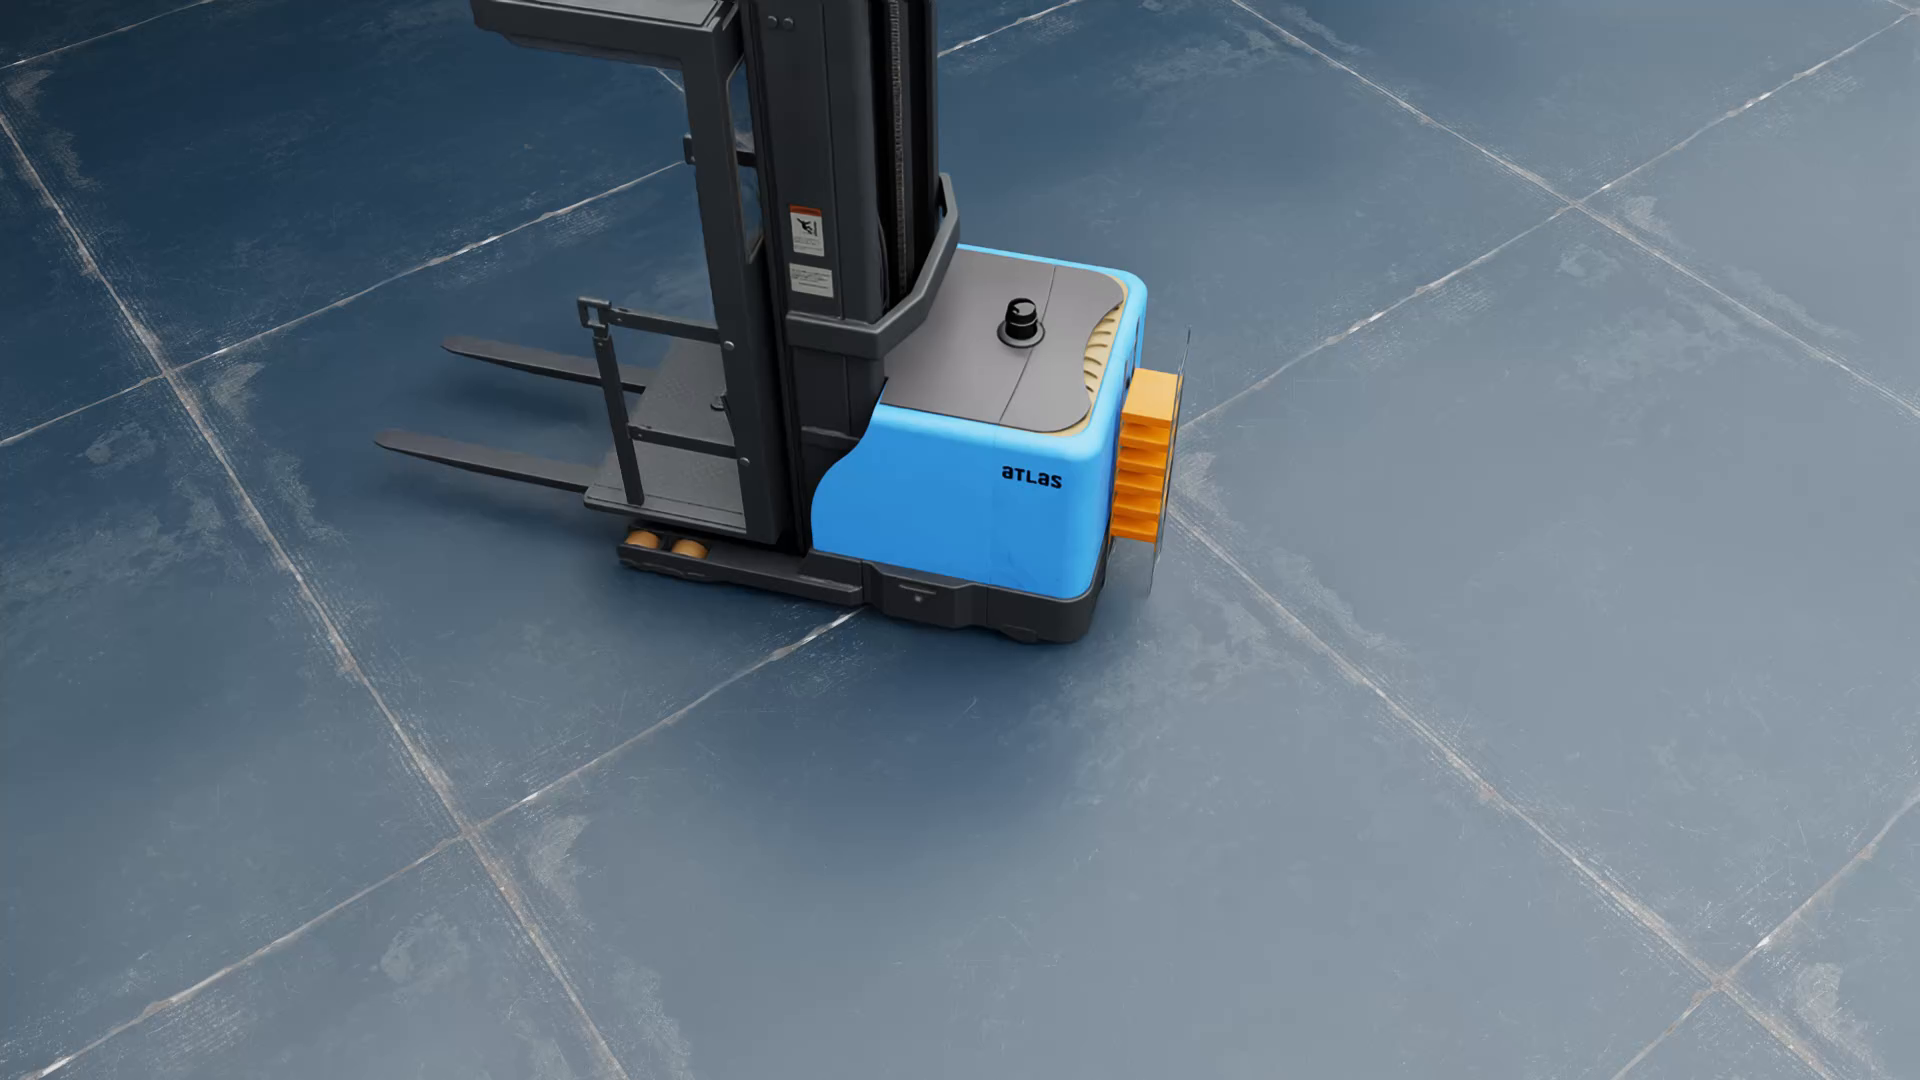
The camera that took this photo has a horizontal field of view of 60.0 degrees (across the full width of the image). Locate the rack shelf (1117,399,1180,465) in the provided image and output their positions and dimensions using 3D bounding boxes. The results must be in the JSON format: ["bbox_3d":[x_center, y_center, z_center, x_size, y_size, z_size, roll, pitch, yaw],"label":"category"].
[{"bbox_3d":[0.688,-0.411,6.048,0.180,0.103,0.258,11,49,10],"label":"rack shelf"}]

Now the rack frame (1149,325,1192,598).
[{"bbox_3d":[0.776,-0.262,6.177,0.006,1.200,0.240,11,49,10],"label":"rack frame"}]

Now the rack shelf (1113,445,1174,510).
[{"bbox_3d":[0.688,-0.250,6.225,0.180,0.103,0.258,11,49,10],"label":"rack shelf"}]

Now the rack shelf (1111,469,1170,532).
[{"bbox_3d":[0.688,-0.169,6.314,0.180,0.103,0.258,11,49,10],"label":"rack shelf"}]

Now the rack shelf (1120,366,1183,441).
[{"bbox_3d":[0.688,-0.492,5.959,0.180,0.103,0.258,11,49,10],"label":"rack shelf"}]

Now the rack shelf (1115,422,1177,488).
[{"bbox_3d":[0.688,-0.330,6.136,0.180,0.103,0.258,11,49,10],"label":"rack shelf"}]

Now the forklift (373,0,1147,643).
[{"bbox_3d":[-0.862,-1.193,5.852,3.031,2.935,1.130,11,49,10],"label":"forklift"}]

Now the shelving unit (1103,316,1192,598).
[{"bbox_3d":[0.688,-0.280,6.192,0.189,1.200,0.258,11,49,10],"label":"shelving unit"}]

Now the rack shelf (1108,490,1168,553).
[{"bbox_3d":[0.688,-0.089,6.403,0.180,0.103,0.258,11,49,10],"label":"rack shelf"}]

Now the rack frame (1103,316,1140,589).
[{"bbox_3d":[0.599,-0.297,6.208,0.006,1.200,0.240,11,49,10],"label":"rack frame"}]
